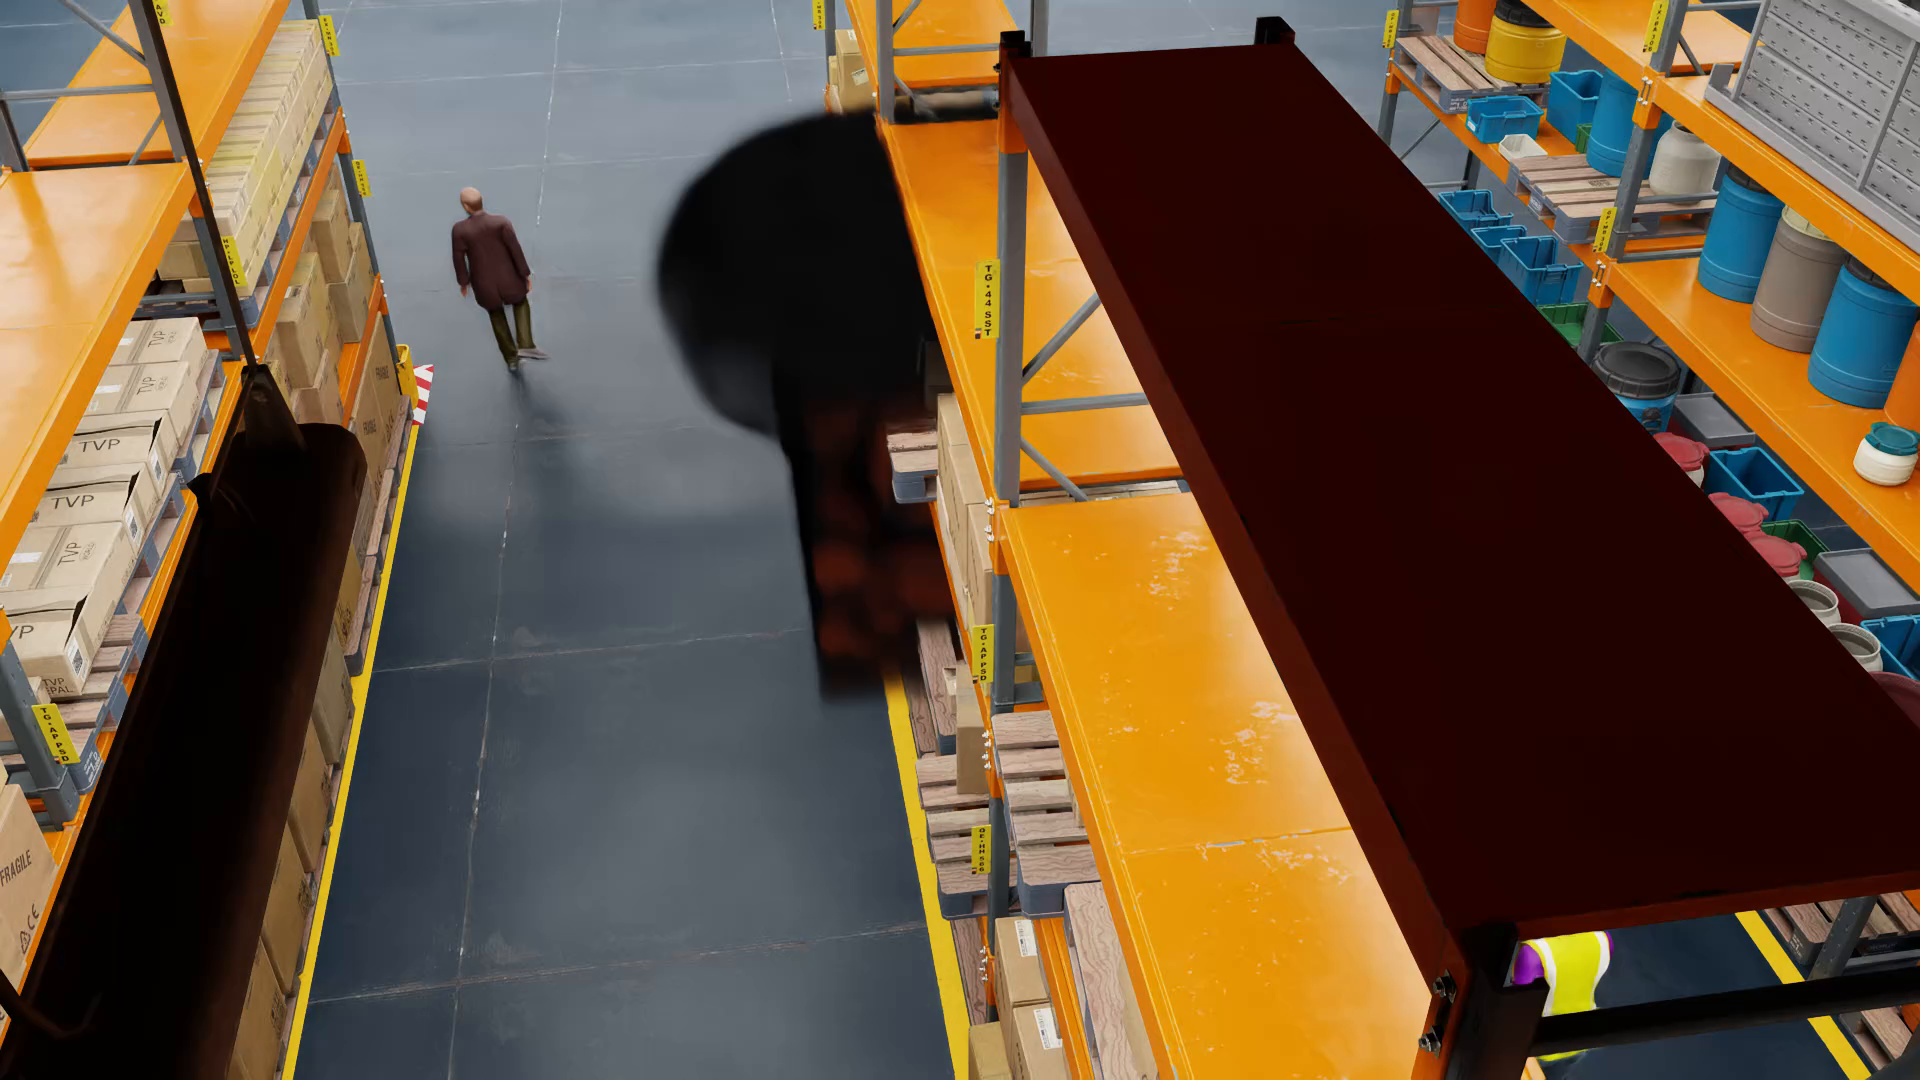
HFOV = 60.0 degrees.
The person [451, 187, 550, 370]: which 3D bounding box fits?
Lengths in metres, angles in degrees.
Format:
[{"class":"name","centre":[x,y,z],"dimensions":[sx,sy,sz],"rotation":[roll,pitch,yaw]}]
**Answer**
[{"class":"person","centre":[-4.220,-2.374,15.151],"dimensions":[0.703,1.757,0.530],"rotation":[-11,38,-14]}]

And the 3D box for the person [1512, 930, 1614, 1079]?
[{"class":"person","centre":[2.903,2.418,8.330],"dimensions":[0.722,1.682,0.839],"rotation":[-11,38,-15]}]
